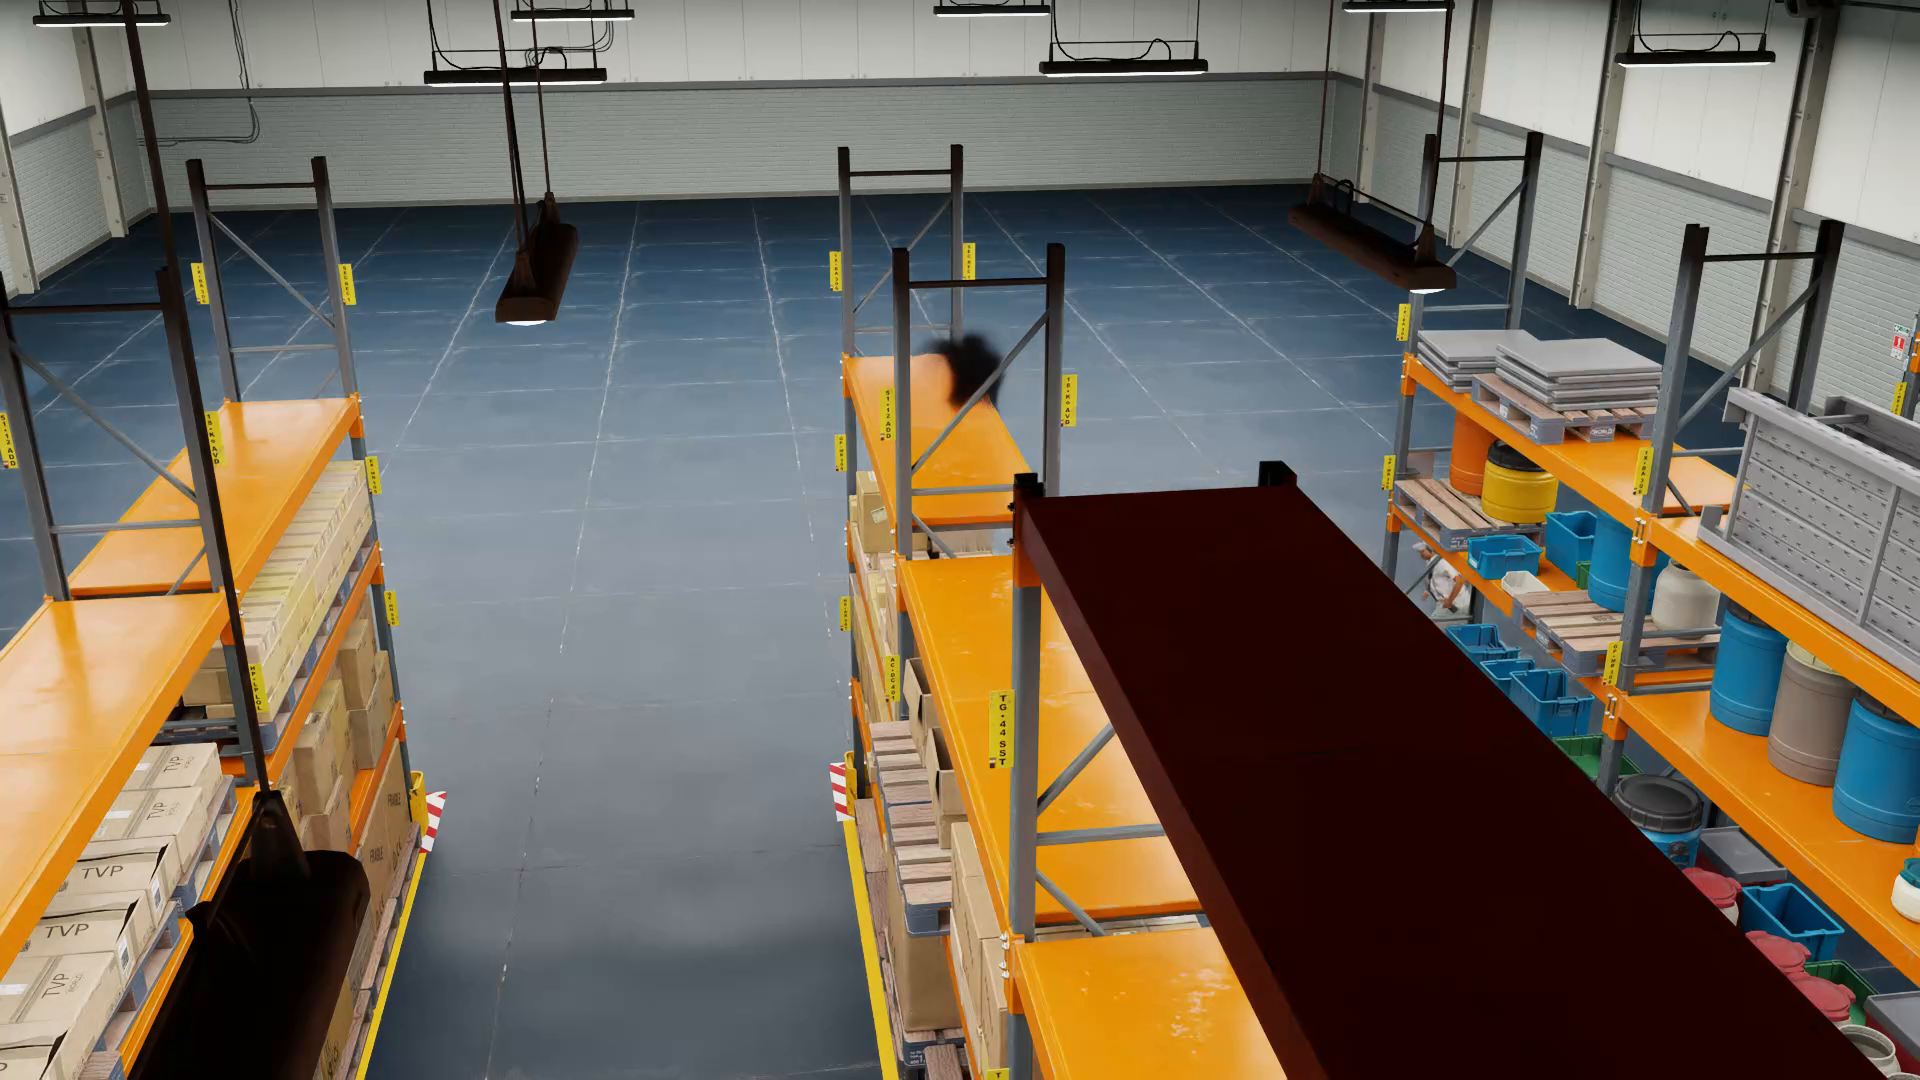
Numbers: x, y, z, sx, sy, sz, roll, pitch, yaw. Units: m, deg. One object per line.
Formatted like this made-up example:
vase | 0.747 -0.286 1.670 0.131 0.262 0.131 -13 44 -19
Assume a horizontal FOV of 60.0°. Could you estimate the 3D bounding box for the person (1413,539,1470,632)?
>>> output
person | 5.273 0.743 17.686 1.026 1.628 0.639 3 22 7
